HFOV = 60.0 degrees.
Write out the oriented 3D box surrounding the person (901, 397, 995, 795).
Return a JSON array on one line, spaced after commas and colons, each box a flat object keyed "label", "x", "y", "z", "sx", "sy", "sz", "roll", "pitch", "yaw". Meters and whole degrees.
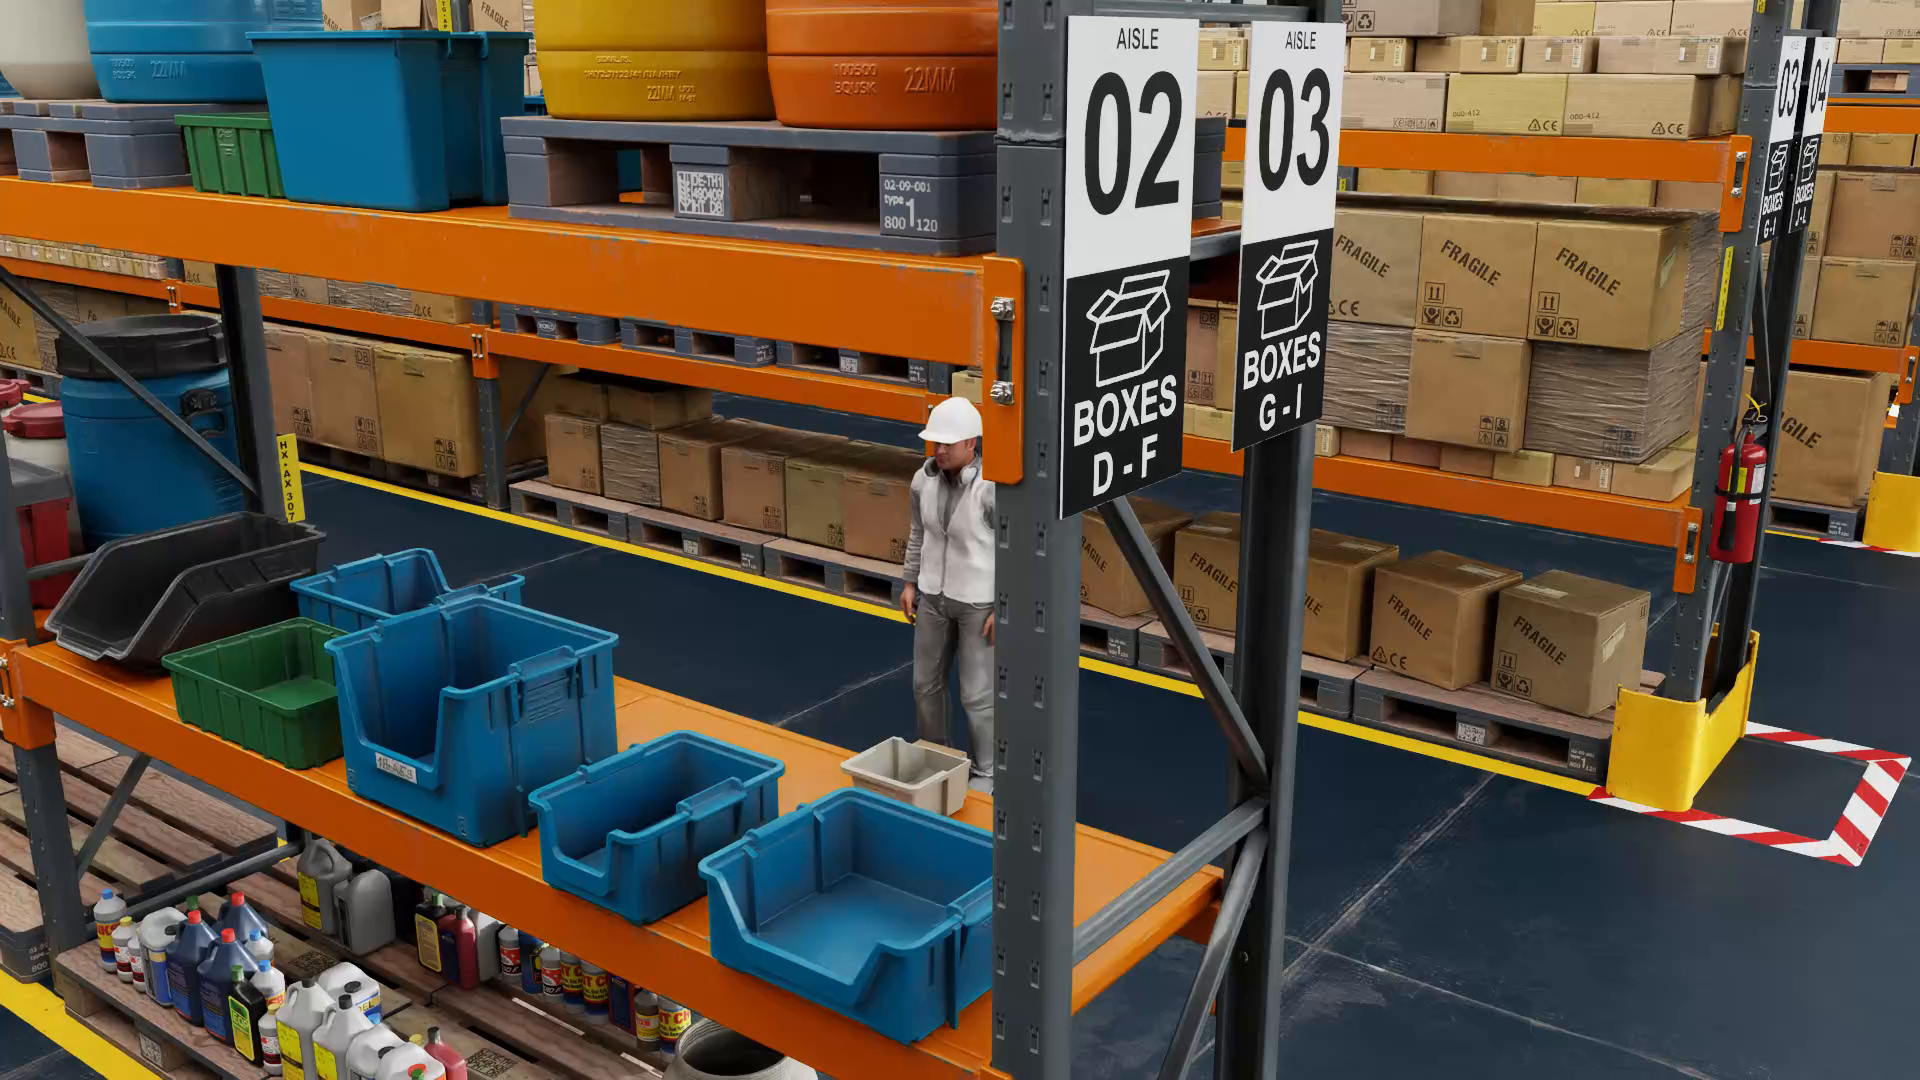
[{"label": "person", "x": -0.001, "y": 0.249, "z": 7.143, "sx": 0.581, "sy": 1.771, "sz": 0.461, "roll": 12, "pitch": 20, "yaw": 35}]
